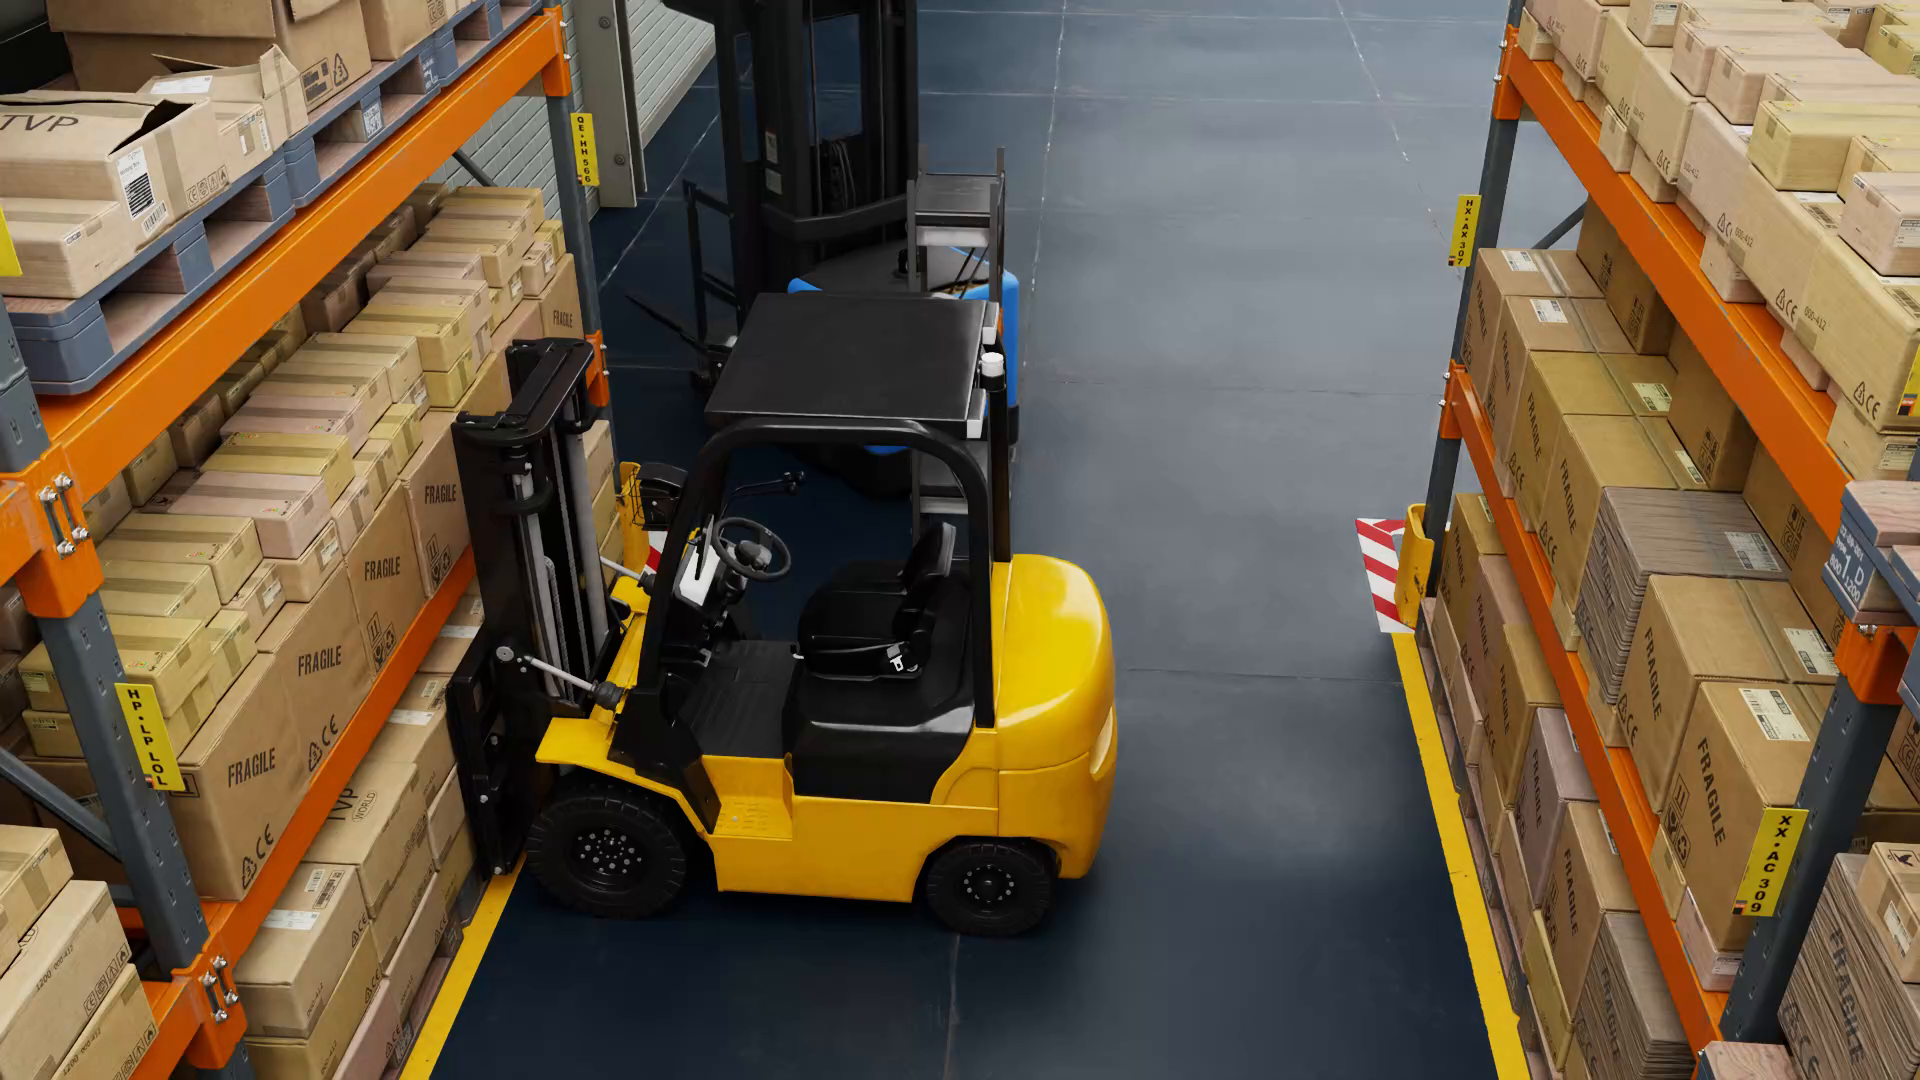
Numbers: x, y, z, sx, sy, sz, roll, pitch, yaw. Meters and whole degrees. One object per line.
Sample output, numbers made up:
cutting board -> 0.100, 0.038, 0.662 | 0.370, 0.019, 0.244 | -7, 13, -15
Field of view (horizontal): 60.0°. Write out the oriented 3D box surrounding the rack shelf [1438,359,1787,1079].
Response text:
rack shelf -> 2.581, 0.397, 5.933 | 1.077, 0.370, 4.000 | 2, 32, 4

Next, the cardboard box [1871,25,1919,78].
cardboard box -> 2.814, -1.340, 4.686 | 0.380, 0.149, 0.250 | 3, 32, 5

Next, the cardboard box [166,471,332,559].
cardboard box -> -2.141, -0.078, 5.020 | 0.380, 0.149, 0.250 | 3, 32, 5

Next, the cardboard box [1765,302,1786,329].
cardboard box -> 2.313, -0.605, 4.253 | 0.380, 0.149, 0.250 | 1, 32, 2

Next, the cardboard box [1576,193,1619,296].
cardboard box -> 2.920, -1.274, 6.626 | 0.700, 0.500, 0.500 | 2, 32, 3

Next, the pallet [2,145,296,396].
pallet -> -2.485, -0.760, 4.349 | 1.003, 0.211, 1.213 | 2, 32, 4

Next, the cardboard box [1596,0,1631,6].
cardboard box -> 2.331, -1.899, 5.592 | 0.380, 0.149, 0.250 | 2, 32, 4

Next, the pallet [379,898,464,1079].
pallet -> -2.422, 1.699, 5.791 | 1.003, 0.211, 1.213 | 2, 32, 4

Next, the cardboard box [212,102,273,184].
cardboard box -> -2.127, -1.089, 4.542 | 0.380, 0.149, 0.250 | 3, 32, 5

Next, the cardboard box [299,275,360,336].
cardboard box -> -2.537, -0.902, 6.358 | 0.380, 0.149, 0.250 | 3, 32, 6

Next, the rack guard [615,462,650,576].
rack guard -> -2.201, -0.114, 8.458 | 1.175, 0.500, 0.348 | 2, 32, 4

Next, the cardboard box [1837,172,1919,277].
cardboard box -> 2.172, -0.687, 3.627 | 0.380, 0.149, 0.250 | 2, 32, 3

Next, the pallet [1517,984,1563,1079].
pallet -> 2.438, 1.971, 5.351 | 1.003, 0.211, 1.213 | 2, 32, 4

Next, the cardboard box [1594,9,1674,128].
cardboard box -> 2.370, -1.509, 5.340 | 0.500, 0.250, 0.500 | 3, 32, 5

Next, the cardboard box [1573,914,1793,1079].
cardboard box -> 2.199, 1.488, 4.982 | 0.500, 0.500, 0.500 | 2, 32, 3

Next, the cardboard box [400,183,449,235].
cardboard box -> -2.444, -1.444, 7.237 | 0.380, 0.149, 0.250 | 2, 32, 3

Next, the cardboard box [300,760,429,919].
cardboard box -> -2.125, 0.986, 5.558 | 0.500, 0.250, 0.500 | 3, 32, 4

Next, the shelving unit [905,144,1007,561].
shelving unit -> -0.013, -0.807, 8.059 | 0.431, 2.100, 0.503 | 2, 32, 4

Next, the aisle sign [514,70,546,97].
aisle sign -> -1.905, -2.294, 7.135 | 0.394, 0.787, 0.004 | 2, 32, 4

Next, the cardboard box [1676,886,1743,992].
cardboard box -> 2.141, 1.062, 4.407 | 0.380, 0.149, 0.250 | 2, 32, 3

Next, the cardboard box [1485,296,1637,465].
cardboard box -> 2.390, -0.618, 6.514 | 0.500, 0.500, 0.500 | 3, 32, 5

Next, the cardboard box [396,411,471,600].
cardboard box -> -2.104, -0.137, 6.018 | 0.500, 0.500, 0.500 | 3, 32, 4

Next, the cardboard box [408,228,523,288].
cardboard box -> -2.006, -1.146, 6.753 | 0.380, 0.149, 0.250 | 3, 32, 5

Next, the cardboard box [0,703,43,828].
cardboard box -> -2.762, 0.637, 4.761 | 0.500, 0.500, 0.500 | 2, 32, 4

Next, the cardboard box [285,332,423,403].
cardboard box -> -2.141, -0.612, 5.887 | 0.380, 0.149, 0.250 | 3, 32, 5

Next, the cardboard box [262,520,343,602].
cardboard box -> -2.134, 0.053, 5.091 | 0.380, 0.149, 0.250 | 3, 32, 5

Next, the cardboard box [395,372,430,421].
cardboard box -> -2.142, -0.492, 5.976 | 0.380, 0.149, 0.250 | 2, 32, 4

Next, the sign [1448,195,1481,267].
sign -> 2.203, -1.347, 7.251 | 0.100, 0.325, 0.005 | 2, 32, 4

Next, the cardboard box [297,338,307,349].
cardboard box -> -2.665, -0.648, 6.229 | 0.380, 0.149, 0.250 | 4, 32, 6

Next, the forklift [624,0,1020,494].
forklift -> -0.993, -2.198, 9.524 | 1.130, 2.935, 3.031 | -24, 39, -33

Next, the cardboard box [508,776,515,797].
cardboard box -> -2.046, 0.879, 6.685 | 0.500, 0.250, 0.500 | 3, 32, 6

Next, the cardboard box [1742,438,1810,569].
cardboard box -> 2.802, -0.207, 4.895 | 0.700, 0.500, 0.500 | 2, 32, 3

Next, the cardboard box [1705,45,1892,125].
cardboard box -> 2.265, -1.229, 4.506 | 0.380, 0.149, 0.250 | 3, 32, 5

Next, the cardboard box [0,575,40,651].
cardboard box -> -2.742, 0.172, 4.615 | 0.380, 0.149, 0.250 | 2, 32, 3

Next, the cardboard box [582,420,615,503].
cardboard box -> -1.930, -0.345, 7.718 | 0.500, 0.250, 0.500 | 3, 32, 6

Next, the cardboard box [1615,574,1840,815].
cardboard box -> 2.242, 0.455, 4.774 | 0.500, 0.500, 0.500 | 3, 32, 6

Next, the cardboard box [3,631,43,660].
cardboard box -> -2.773, 0.296, 4.697 | 0.380, 0.149, 0.250 | 2, 32, 3

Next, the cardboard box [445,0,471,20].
cardboard box -> -1.989, -2.027, 5.954 | 0.396, 0.266, 0.258 | 3, 32, 4

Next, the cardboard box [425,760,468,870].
cardboard box -> -2.090, 0.940, 6.110 | 0.500, 0.250, 0.500 | 2, 32, 4

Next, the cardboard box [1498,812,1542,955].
cardboard box -> 2.278, 1.263, 6.062 | 0.500, 0.250, 0.500 | 3, 32, 5

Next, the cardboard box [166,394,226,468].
cardboard box -> -2.668, -0.367, 5.489 | 0.380, 0.149, 0.250 | 2, 32, 3

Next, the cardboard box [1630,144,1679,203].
cardboard box -> 2.311, -1.150, 5.138 | 0.380, 0.149, 0.250 | 2, 32, 3

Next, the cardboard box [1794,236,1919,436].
cardboard box -> 2.186, -0.447, 3.616 | 0.500, 0.250, 0.500 | 2, 32, 4

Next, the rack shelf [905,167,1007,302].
rack shelf -> -0.014, -1.392, 7.699 | 0.431, 0.518, 0.480 | 2, 32, 4

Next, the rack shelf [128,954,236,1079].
rack shelf -> -2.692, 2.278, 2.879 | 1.077, 0.370, 4.000 | 2, 32, 4

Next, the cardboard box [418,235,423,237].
cardboard box -> -2.489, -1.318, 7.315 | 0.380, 0.149, 0.250 | 2, 32, 3

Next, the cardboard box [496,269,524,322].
cardboard box -> -2.026, -1.023, 6.837 | 0.380, 0.149, 0.250 | 3, 32, 5

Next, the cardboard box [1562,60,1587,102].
cardboard box -> 2.406, -1.687, 6.009 | 0.380, 0.149, 0.250 | 3, 32, 5

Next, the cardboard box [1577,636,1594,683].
cardboard box -> 2.271, 0.398, 5.484 | 0.380, 0.149, 0.250 | 2, 32, 3

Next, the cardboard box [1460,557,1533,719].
cardboard box -> 2.363, 0.413, 6.726 | 0.500, 0.500, 0.500 | 1, 32, 2

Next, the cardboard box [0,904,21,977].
cardboard box -> -2.338, 0.932, 3.666 | 0.380, 0.149, 0.250 | 2, 32, 3

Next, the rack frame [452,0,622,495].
rack frame -> -2.203, -1.165, 7.782 | 1.000, 3.000, 0.127 | 2, 32, 4

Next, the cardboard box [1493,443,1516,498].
cardboard box -> 2.335, -0.281, 6.586 | 0.380, 0.149, 0.250 | 3, 32, 5
